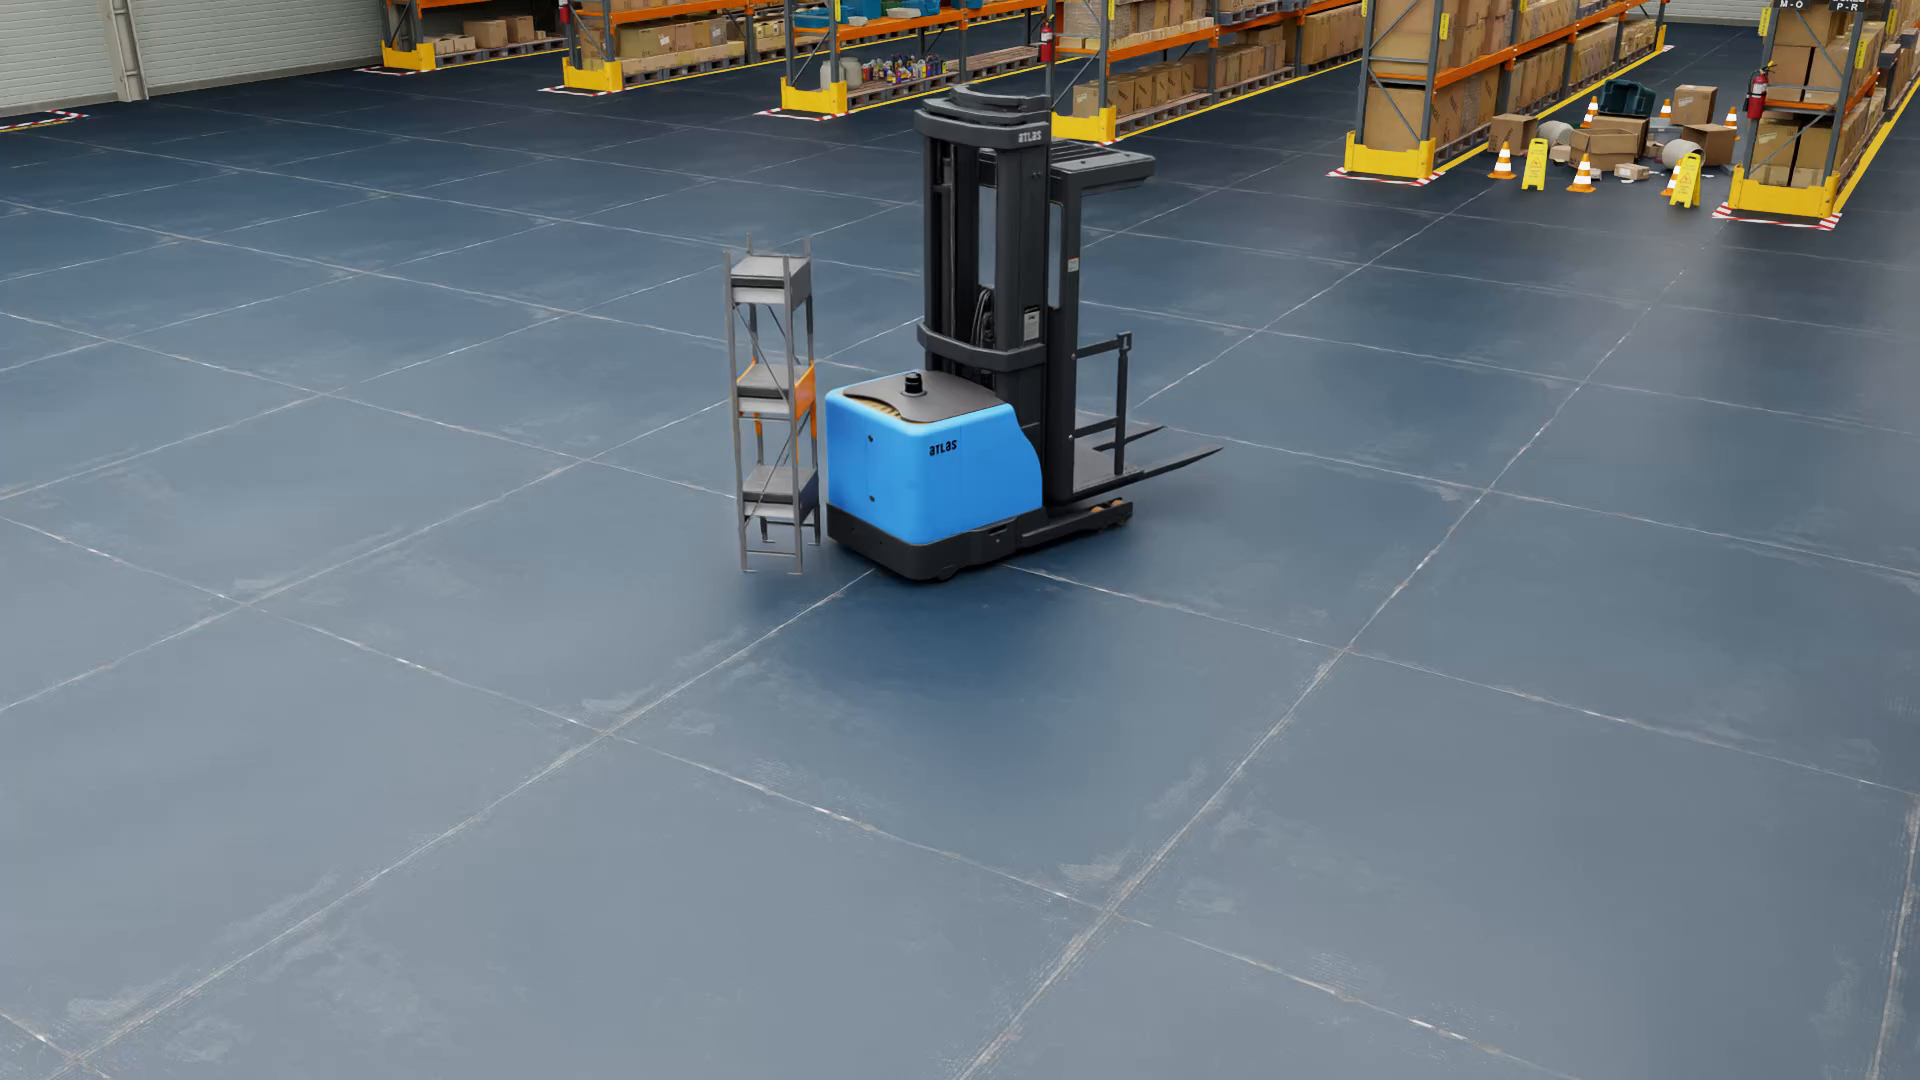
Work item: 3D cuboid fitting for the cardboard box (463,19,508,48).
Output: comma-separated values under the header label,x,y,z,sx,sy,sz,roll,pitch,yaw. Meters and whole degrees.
label,x,y,z,sx,sy,sz,roll,pitch,yaw
cardboard box,-9.693,-10.350,33.976,0.700,0.500,0.500,12,26,26

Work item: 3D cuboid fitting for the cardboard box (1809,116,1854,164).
label,x,y,z,sx,sy,sz,roll,pitch,yaw
cardboard box,11.124,-5.135,21.326,0.500,0.500,0.500,13,26,27

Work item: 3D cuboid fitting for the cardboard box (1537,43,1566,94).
label,x,y,z,sx,sy,sz,roll,pitch,yaw
cardboard box,9.743,-8.138,28.575,1.050,0.750,0.750,13,27,28

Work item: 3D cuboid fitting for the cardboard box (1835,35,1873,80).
label,x,y,z,sx,sy,sz,roll,pitch,yaw
cardboard box,11.203,-6.093,21.048,0.500,0.500,0.500,13,27,28

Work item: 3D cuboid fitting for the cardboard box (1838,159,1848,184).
label,x,y,z,sx,sy,sz,roll,pitch,yaw
cardboard box,11.115,-4.777,21.440,0.500,0.250,0.500,15,28,31

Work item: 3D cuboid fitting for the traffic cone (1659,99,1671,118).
label,x,y,z,sx,sy,sz,roll,pitch,yaw
traffic cone,11.057,-6.666,26.065,0.336,0.463,0.334,14,27,29

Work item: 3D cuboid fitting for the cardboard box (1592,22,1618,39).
label,x,y,z,sx,sy,sz,roll,pitch,yaw
cardboard box,12.072,-9.599,31.322,0.500,0.250,0.500,13,27,28

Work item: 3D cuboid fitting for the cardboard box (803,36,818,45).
label,x,y,z,sx,sy,sz,roll,pitch,yaw
cardboard box,-3.310,-10.499,34.659,0.500,0.250,0.500,14,27,30

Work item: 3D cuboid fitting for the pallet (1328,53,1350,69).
label,x,y,z,sx,sy,sz,roll,pitch,yaw
pallet,7.104,-9.618,33.202,1.003,0.211,1.213,14,27,29

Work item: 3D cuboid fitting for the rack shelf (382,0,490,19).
label,x,y,z,sx,sy,sz,roll,pitch,yaw
rack shelf,-9.809,-10.996,33.781,1.077,0.370,4.000,14,27,29

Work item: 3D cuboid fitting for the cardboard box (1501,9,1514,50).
label,x,y,z,sx,sy,sz,roll,pitch,yaw
cardboard box,7.846,-7.756,25.201,0.875,0.550,0.550,14,27,29

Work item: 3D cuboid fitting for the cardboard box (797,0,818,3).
label,x,y,z,sx,sy,sz,roll,pitch,yaw
cardboard box,-4.053,-13.978,42.381,0.700,0.500,0.500,14,27,30

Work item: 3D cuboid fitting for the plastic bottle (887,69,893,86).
label,x,y,z,sx,sy,sz,roll,pitch,yaw
plastic bottle,-1.227,-8.072,29.000,0.097,0.271,0.097,0,23,0

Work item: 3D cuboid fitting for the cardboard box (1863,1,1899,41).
label,x,y,z,sx,sy,sz,roll,pitch,yaw
cardboard box,12.780,-7.284,23.271,0.500,0.500,0.500,15,27,30

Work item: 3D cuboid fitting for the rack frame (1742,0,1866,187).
label,x,y,z,sx,sy,sz,roll,pitch,yaw
rack frame,10.179,-5.461,20.088,1.000,3.000,0.127,14,27,29

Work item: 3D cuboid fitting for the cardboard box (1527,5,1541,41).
label,x,y,z,sx,sy,sz,roll,pitch,yaw
cardboard box,8.802,-8.151,26.178,0.500,0.500,0.500,14,27,29

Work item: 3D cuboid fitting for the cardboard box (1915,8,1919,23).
label,x,y,z,sx,sy,sz,roll,pitch,yaw
cardboard box,16.217,-9.066,28.605,0.500,0.250,0.500,13,27,28

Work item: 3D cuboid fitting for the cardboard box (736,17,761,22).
label,x,y,z,sx,sy,sz,roll,pitch,yaw
cardboard box,-4.305,-10.527,34.017,0.500,0.311,0.500,15,27,30

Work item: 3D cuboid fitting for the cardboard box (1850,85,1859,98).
label,x,y,z,sx,sy,sz,roll,pitch,yaw
cardboard box,11.037,-5.653,20.850,0.380,0.149,0.250,14,27,30

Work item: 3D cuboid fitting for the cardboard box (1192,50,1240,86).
label,x,y,z,sx,sy,sz,roll,pitch,yaw
cardboard box,4.480,-8.302,29.244,0.700,0.500,0.500,14,27,29

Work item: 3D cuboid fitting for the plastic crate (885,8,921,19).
label,x,y,z,sx,sy,sz,roll,pitch,yaw
plastic crate,-0.979,-9.203,29.065,0.530,0.136,0.437,14,27,29

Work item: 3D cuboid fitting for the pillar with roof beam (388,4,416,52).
label,x,y,z,sx,sy,sz,roll,pitch,yaw
pillar with roof beam,-7.573,-12.920,29.768,9.100,9.000,0.400,14,27,29

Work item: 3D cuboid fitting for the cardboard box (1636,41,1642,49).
label,x,y,z,sx,sy,sz,roll,pitch,yaw
cardboard box,13.636,-10.075,33.806,0.380,0.149,0.250,14,27,30

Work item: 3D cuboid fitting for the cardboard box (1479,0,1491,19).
label,x,y,z,sx,sy,sz,roll,pitch,yaw
cardboard box,7.214,-7.898,24.169,0.875,0.550,0.550,14,27,29

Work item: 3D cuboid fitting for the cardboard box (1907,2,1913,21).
label,x,y,z,sx,sy,sz,roll,pitch,yaw
cardboard box,14.876,-8.441,26.531,0.500,0.250,0.500,14,27,29

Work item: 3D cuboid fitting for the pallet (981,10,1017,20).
label,x,y,z,sx,sy,sz,roll,pitch,yaw
pallet,0.682,-13.030,41.083,1.003,0.211,1.213,14,27,29

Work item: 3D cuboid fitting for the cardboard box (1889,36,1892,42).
label,x,y,z,sx,sy,sz,roll,pitch,yaw
cardboard box,13.376,-7.364,24.272,0.380,0.149,0.250,14,27,29

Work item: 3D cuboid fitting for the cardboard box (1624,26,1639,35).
label,x,y,z,sx,sy,sz,roll,pitch,yaw
cardboard box,13.454,-10.266,33.500,0.380,0.149,0.250,14,27,29

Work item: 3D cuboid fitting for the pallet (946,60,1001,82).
label,x,y,z,sx,sy,sz,roll,pitch,yaw
pallet,0.043,-8.919,31.587,1.003,0.211,1.213,14,27,29

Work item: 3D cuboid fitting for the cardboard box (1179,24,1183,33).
label,x,y,z,sx,sy,sz,roll,pitch,yaw
cardboard box,3.402,-8.319,27.008,0.380,0.149,0.250,14,27,29

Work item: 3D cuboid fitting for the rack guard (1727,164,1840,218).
label,x,y,z,sx,sy,sz,roll,pitch,yaw
rack guard,10.219,-4.339,20.644,1.175,0.500,0.348,14,27,29

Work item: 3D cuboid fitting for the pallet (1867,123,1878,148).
label,x,y,z,sx,sy,sz,roll,pitch,yaw
pallet,13.341,-6.207,25.323,1.003,0.211,1.213,14,27,29

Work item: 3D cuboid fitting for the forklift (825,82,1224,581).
label,x,y,z,sx,sy,sz,roll,pitch,yaw
forklift,0.567,-1.550,11.141,3.031,2.935,1.130,-18,29,-36

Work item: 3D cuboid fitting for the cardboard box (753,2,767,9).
label,x,y,z,sx,sy,sz,roll,pitch,yaw
cardboard box,-5.233,-13.361,40.514,0.750,0.750,0.750,15,27,31

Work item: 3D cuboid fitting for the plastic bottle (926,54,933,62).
label,x,y,z,sx,sy,sz,roll,pitch,yaw
plastic bottle,-0.555,-8.664,30.269,0.144,0.351,0.185,14,27,29

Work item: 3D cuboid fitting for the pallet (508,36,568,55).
label,x,y,z,sx,sy,sz,roll,pitch,yaw
pallet,-9.079,-10.488,35.211,1.003,0.211,1.213,14,27,29

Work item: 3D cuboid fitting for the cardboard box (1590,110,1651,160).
label,x,y,z,sx,sy,sz,roll,pitch,yaw
cardboard box,9.441,-5.818,23.885,0.797,0.637,0.503,14,27,29

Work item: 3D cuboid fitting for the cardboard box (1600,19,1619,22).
label,x,y,z,sx,sy,sz,roll,pitch,yaw
cardboard box,13.510,-10.739,34.593,0.380,0.149,0.250,14,27,29

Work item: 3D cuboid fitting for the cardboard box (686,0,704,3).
label,x,y,z,sx,sy,sz,roll,pitch,yaw
cardboard box,-5.313,-10.512,31.630,0.700,0.500,0.500,14,27,30

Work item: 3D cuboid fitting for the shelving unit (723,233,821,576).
label,x,y,z,sx,sy,sz,roll,pitch,yaw
shelving unit,-1.174,-0.841,10.548,0.431,2.100,0.503,4,24,9

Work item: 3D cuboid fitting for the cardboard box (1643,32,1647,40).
label,x,y,z,sx,sy,sz,roll,pitch,yaw
cardboard box,13.790,-10.294,33.938,0.380,0.149,0.250,14,27,30

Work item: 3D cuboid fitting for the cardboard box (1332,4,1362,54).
label,x,y,z,sx,sy,sz,roll,pitch,yaw
cardboard box,7.299,-10.283,33.374,1.225,0.875,0.875,13,27,27

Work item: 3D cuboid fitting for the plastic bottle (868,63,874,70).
label,x,y,z,sx,sy,sz,roll,pitch,yaw
plastic bottle,-1.622,-8.365,29.672,0.152,0.276,0.135,13,27,28

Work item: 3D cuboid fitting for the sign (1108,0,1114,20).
label,x,y,z,sx,sy,sz,roll,pitch,yaw
sign,2.221,-7.821,24.451,0.100,0.325,0.005,14,27,29

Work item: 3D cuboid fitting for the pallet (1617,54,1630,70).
label,x,y,z,sx,sy,sz,roll,pitch,yaw
pallet,12.575,-9.468,32.856,1.003,0.211,1.213,14,27,29

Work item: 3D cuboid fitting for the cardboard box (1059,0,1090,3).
label,x,y,z,sx,sy,sz,roll,pitch,yaw
cardboard box,1.840,-8.416,25.156,0.500,0.500,0.500,14,27,29

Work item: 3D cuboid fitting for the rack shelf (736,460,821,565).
label,x,y,z,sx,sy,sz,roll,pitch,yaw
rack shelf,-1.175,-0.186,10.832,0.431,0.518,0.480,4,24,9

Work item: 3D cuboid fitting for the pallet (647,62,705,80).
label,x,y,z,sx,sy,sz,roll,pitch,yaw
pallet,-5.642,-9.012,31.802,1.003,0.211,1.213,14,27,29

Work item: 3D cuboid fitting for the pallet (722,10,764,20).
label,x,y,z,sx,sy,sz,roll,pitch,yaw
pallet,-5.520,-12.732,40.395,1.003,0.211,1.213,14,27,29

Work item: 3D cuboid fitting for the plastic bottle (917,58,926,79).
label,x,y,z,sx,sy,sz,roll,pitch,yaw
plastic bottle,-0.704,-8.460,29.797,0.144,0.351,0.185,14,27,29

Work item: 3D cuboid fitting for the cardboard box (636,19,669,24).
label,x,y,z,sx,sy,sz,roll,pitch,yaw
cardboard box,-5.844,-9.642,31.736,0.500,0.500,0.500,14,27,29

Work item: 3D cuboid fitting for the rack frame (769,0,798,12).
label,x,y,z,sx,sy,sz,roll,pitch,yaw
rack frame,-4.534,-14.702,41.435,1.000,3.000,0.127,14,27,29

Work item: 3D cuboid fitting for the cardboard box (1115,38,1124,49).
label,x,y,z,sx,sy,sz,roll,pitch,yaw
cardboard box,2.261,-7.549,25.228,0.380,0.149,0.250,14,27,29

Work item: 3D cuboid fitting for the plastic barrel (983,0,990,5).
label,x,y,z,sx,sy,sz,roll,pitch,yaw
plastic barrel,0.353,-10.265,31.014,0.433,0.535,0.433,0,23,0

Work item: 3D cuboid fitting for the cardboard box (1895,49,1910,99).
label,x,y,z,sx,sy,sz,roll,pitch,yaw
cardboard box,15.308,-7.894,27.856,0.875,0.875,0.875,14,27,30

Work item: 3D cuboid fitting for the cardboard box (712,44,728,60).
label,x,y,z,sx,sy,sz,roll,pitch,yaw
cardboard box,-4.875,-9.527,32.413,0.500,0.250,0.500,14,27,29

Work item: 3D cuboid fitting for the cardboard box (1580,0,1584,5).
label,x,y,z,sx,sy,sz,roll,pitch,yaw
cardboard box,10.690,-9.441,29.069,0.380,0.149,0.250,15,28,31

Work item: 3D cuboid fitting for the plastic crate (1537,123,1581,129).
label,x,y,z,sx,sy,sz,roll,pitch,yaw
plastic crate,9.052,-6.217,25.302,0.662,0.188,0.450,-12,16,-26
